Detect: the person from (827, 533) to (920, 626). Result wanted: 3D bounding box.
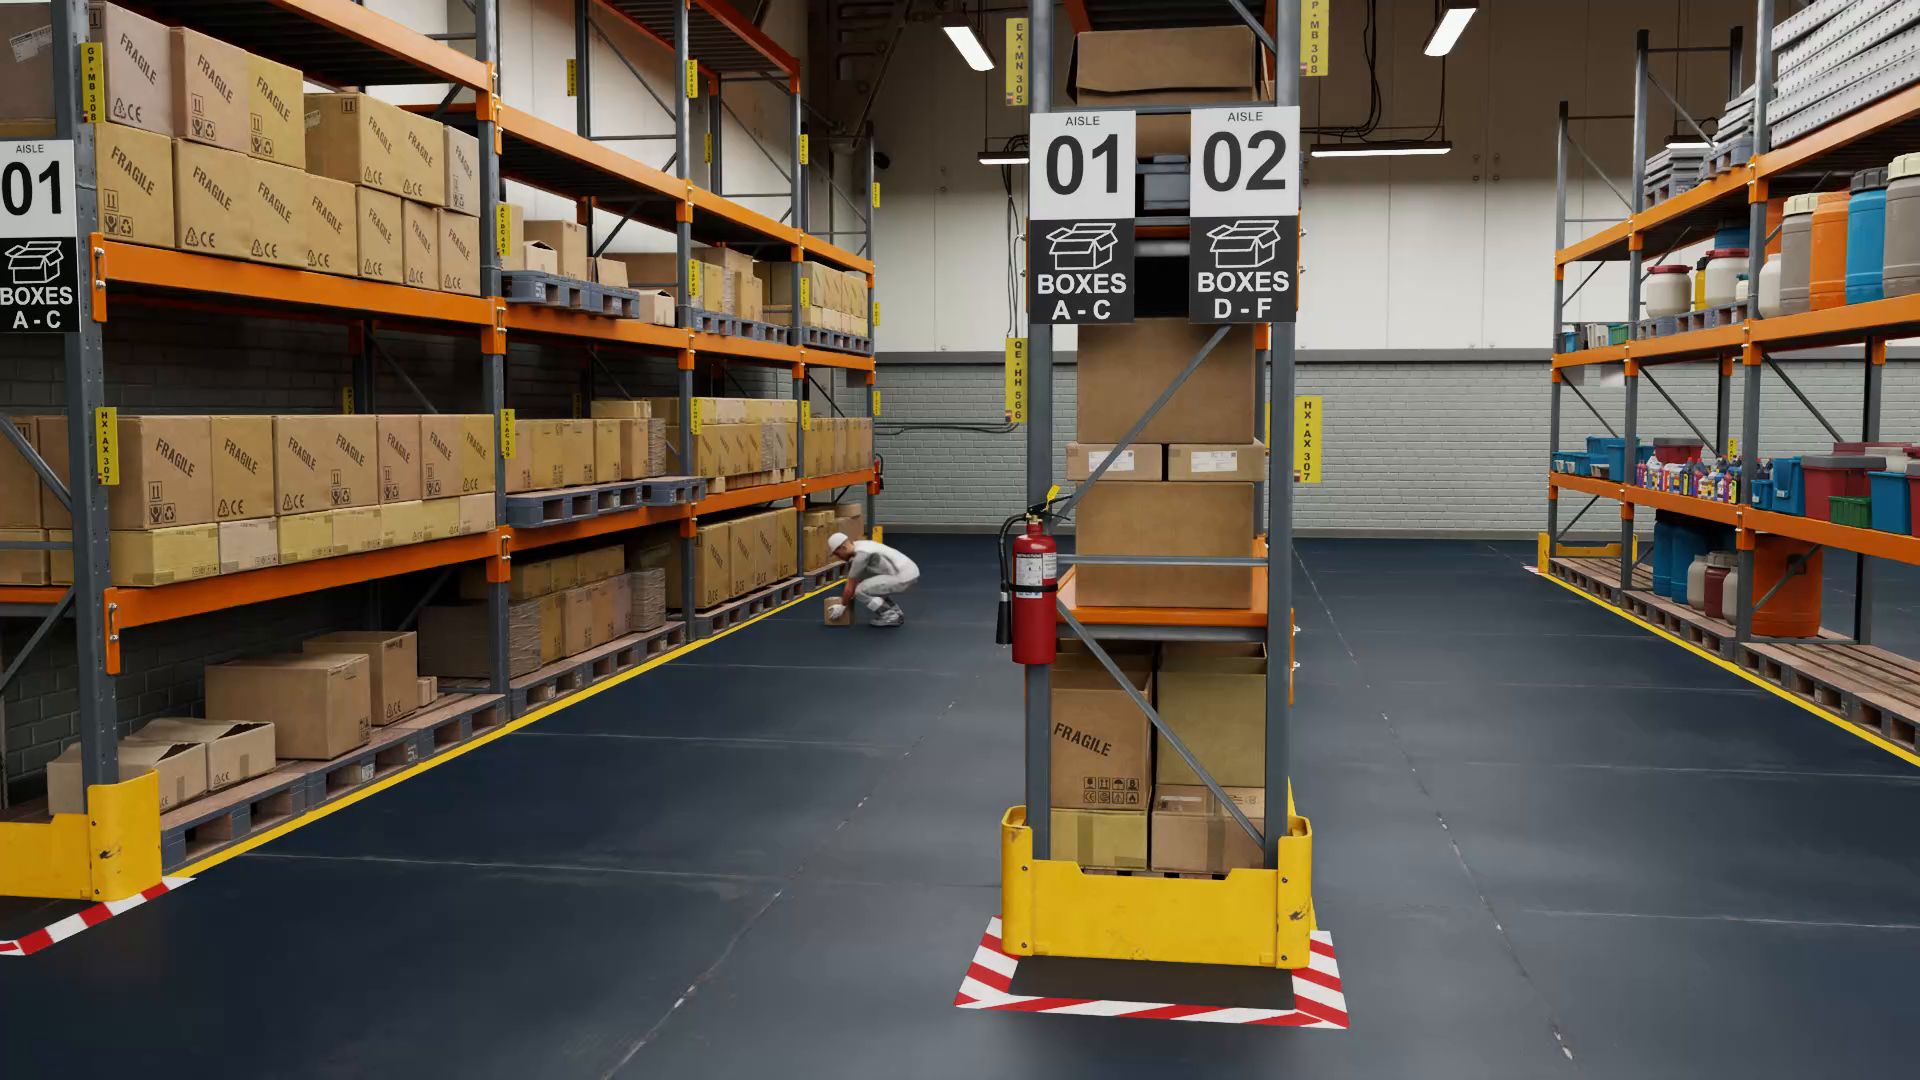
[{"bbox_3d":[-0.844,0.382,16.245,0.887,0.907,0.570,1,4,9],"label":"person"}]
